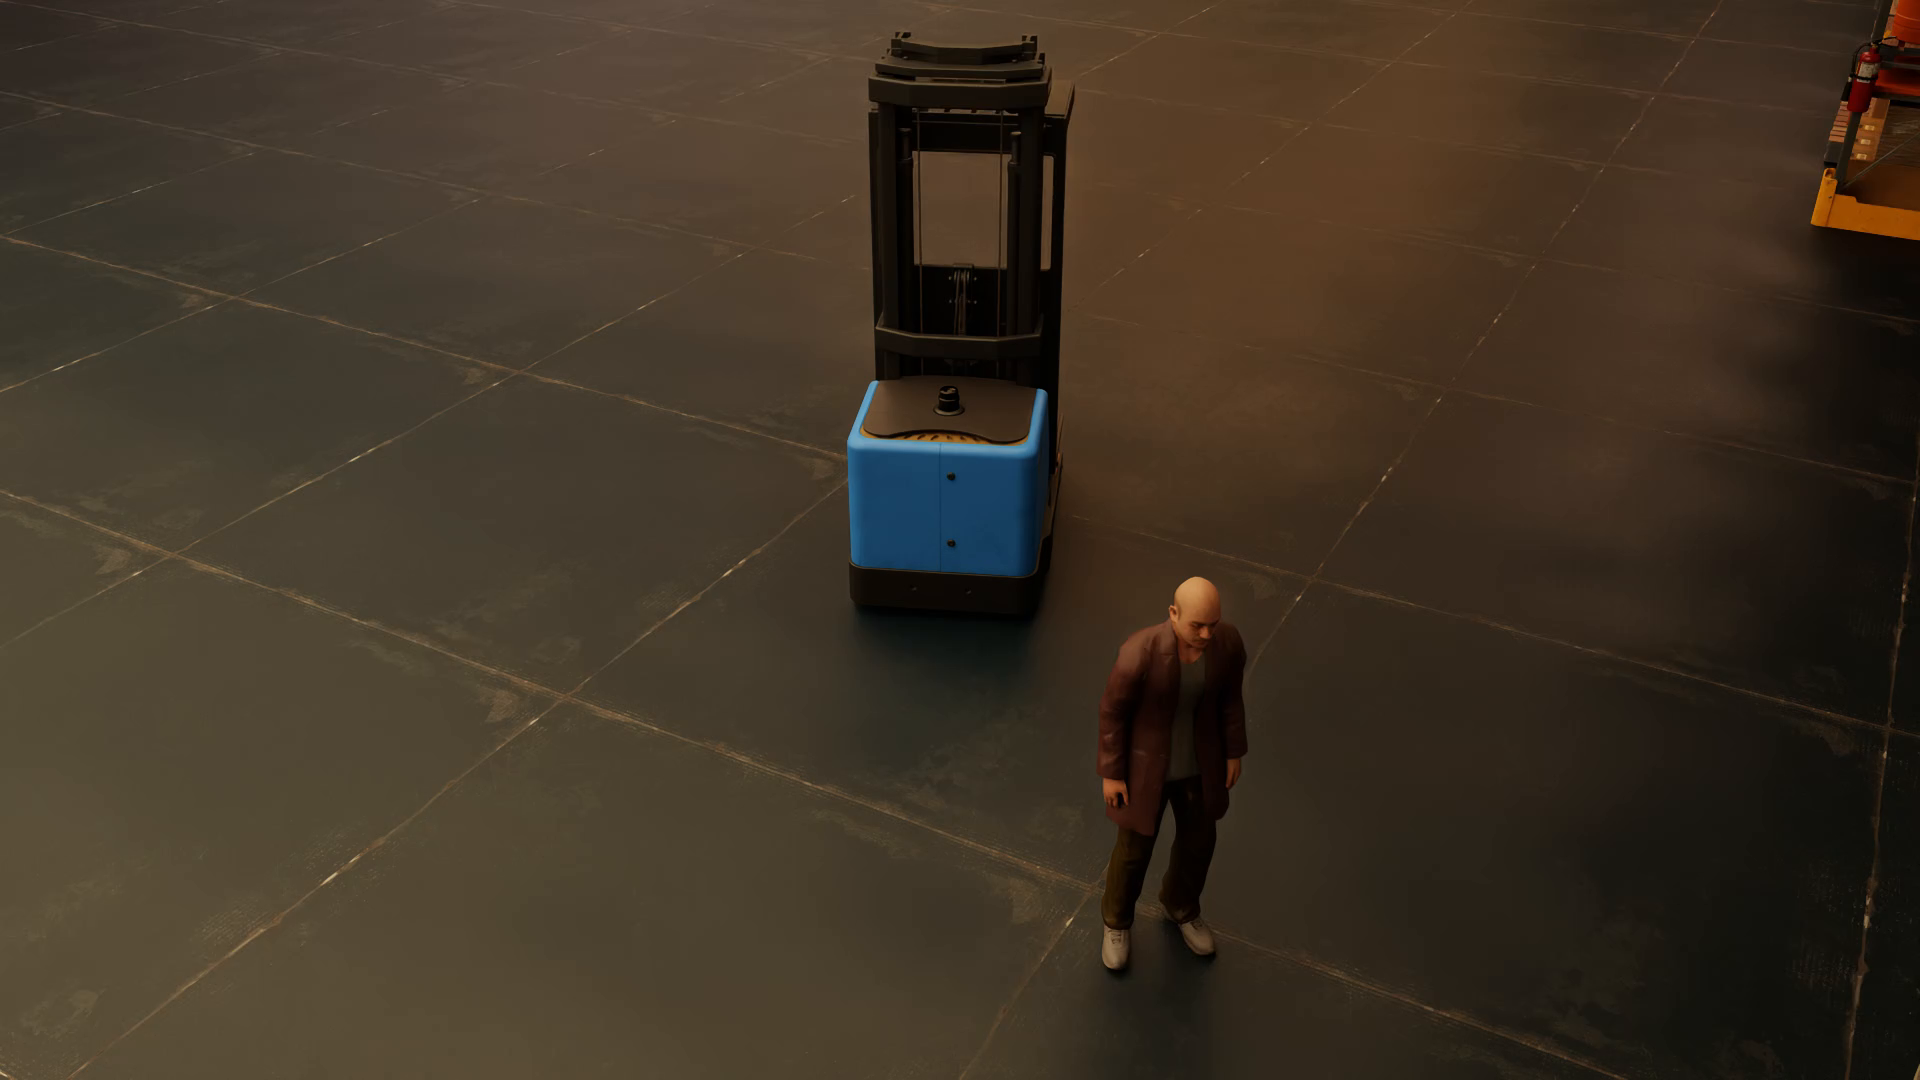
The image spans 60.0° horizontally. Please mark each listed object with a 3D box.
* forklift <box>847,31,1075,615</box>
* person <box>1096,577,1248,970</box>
[{"bbox_3d":[0.072,-1.572,9.794,1.130,2.935,3.031,3,30,6],"label":"forklift"},{"bbox_3d":[0.854,0.905,6.661,0.644,1.772,0.436,-8,31,-14],"label":"person"}]
